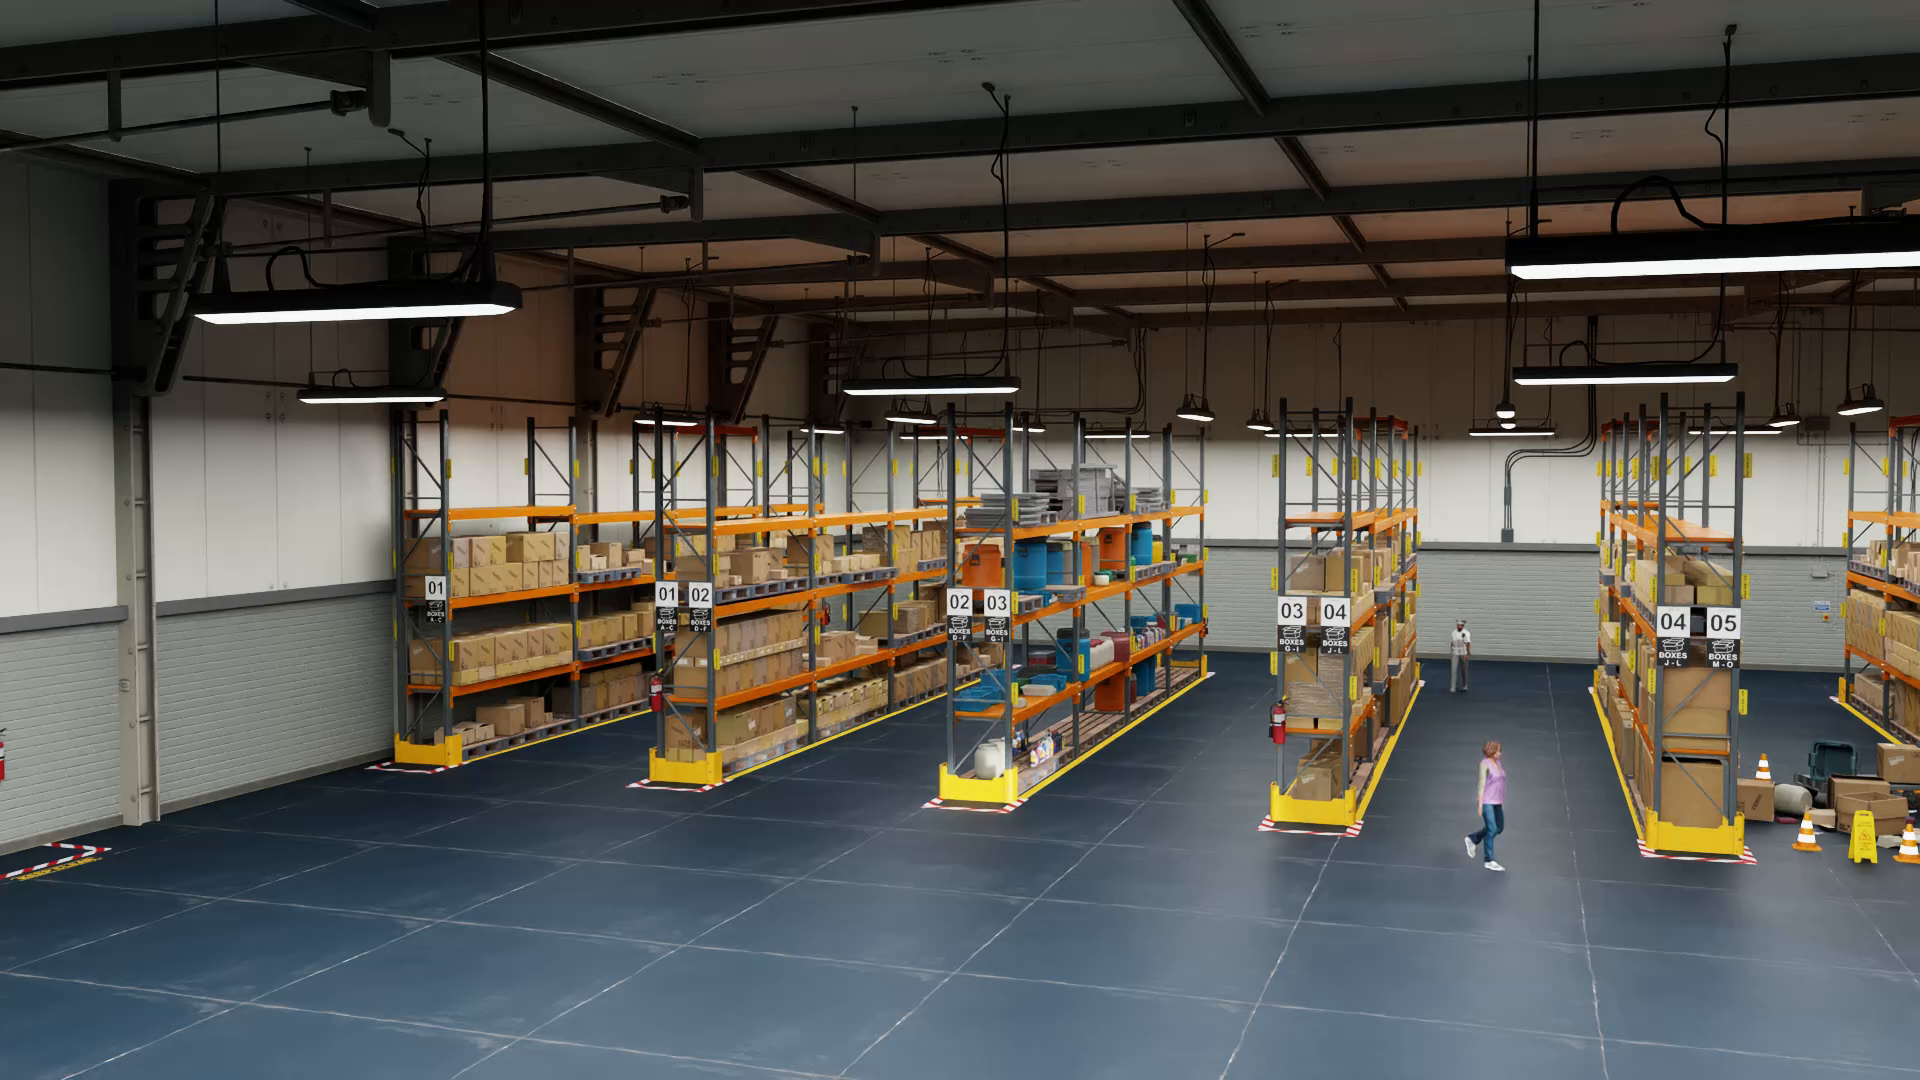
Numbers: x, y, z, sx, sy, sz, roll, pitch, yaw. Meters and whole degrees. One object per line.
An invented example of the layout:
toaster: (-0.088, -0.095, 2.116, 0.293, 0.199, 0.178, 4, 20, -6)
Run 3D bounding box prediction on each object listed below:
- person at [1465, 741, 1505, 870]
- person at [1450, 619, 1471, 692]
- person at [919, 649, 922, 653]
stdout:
person: (6.610, 3.303, 20.904, 0.430, 1.588, 0.623, -2, 3, -44)
person: (11.169, 2.571, 37.148, 0.462, 1.633, 0.947, 1, 3, 27)
person: (-1.024, 2.223, 43.913, 0.448, 1.767, 0.613, 1, 3, 21)
